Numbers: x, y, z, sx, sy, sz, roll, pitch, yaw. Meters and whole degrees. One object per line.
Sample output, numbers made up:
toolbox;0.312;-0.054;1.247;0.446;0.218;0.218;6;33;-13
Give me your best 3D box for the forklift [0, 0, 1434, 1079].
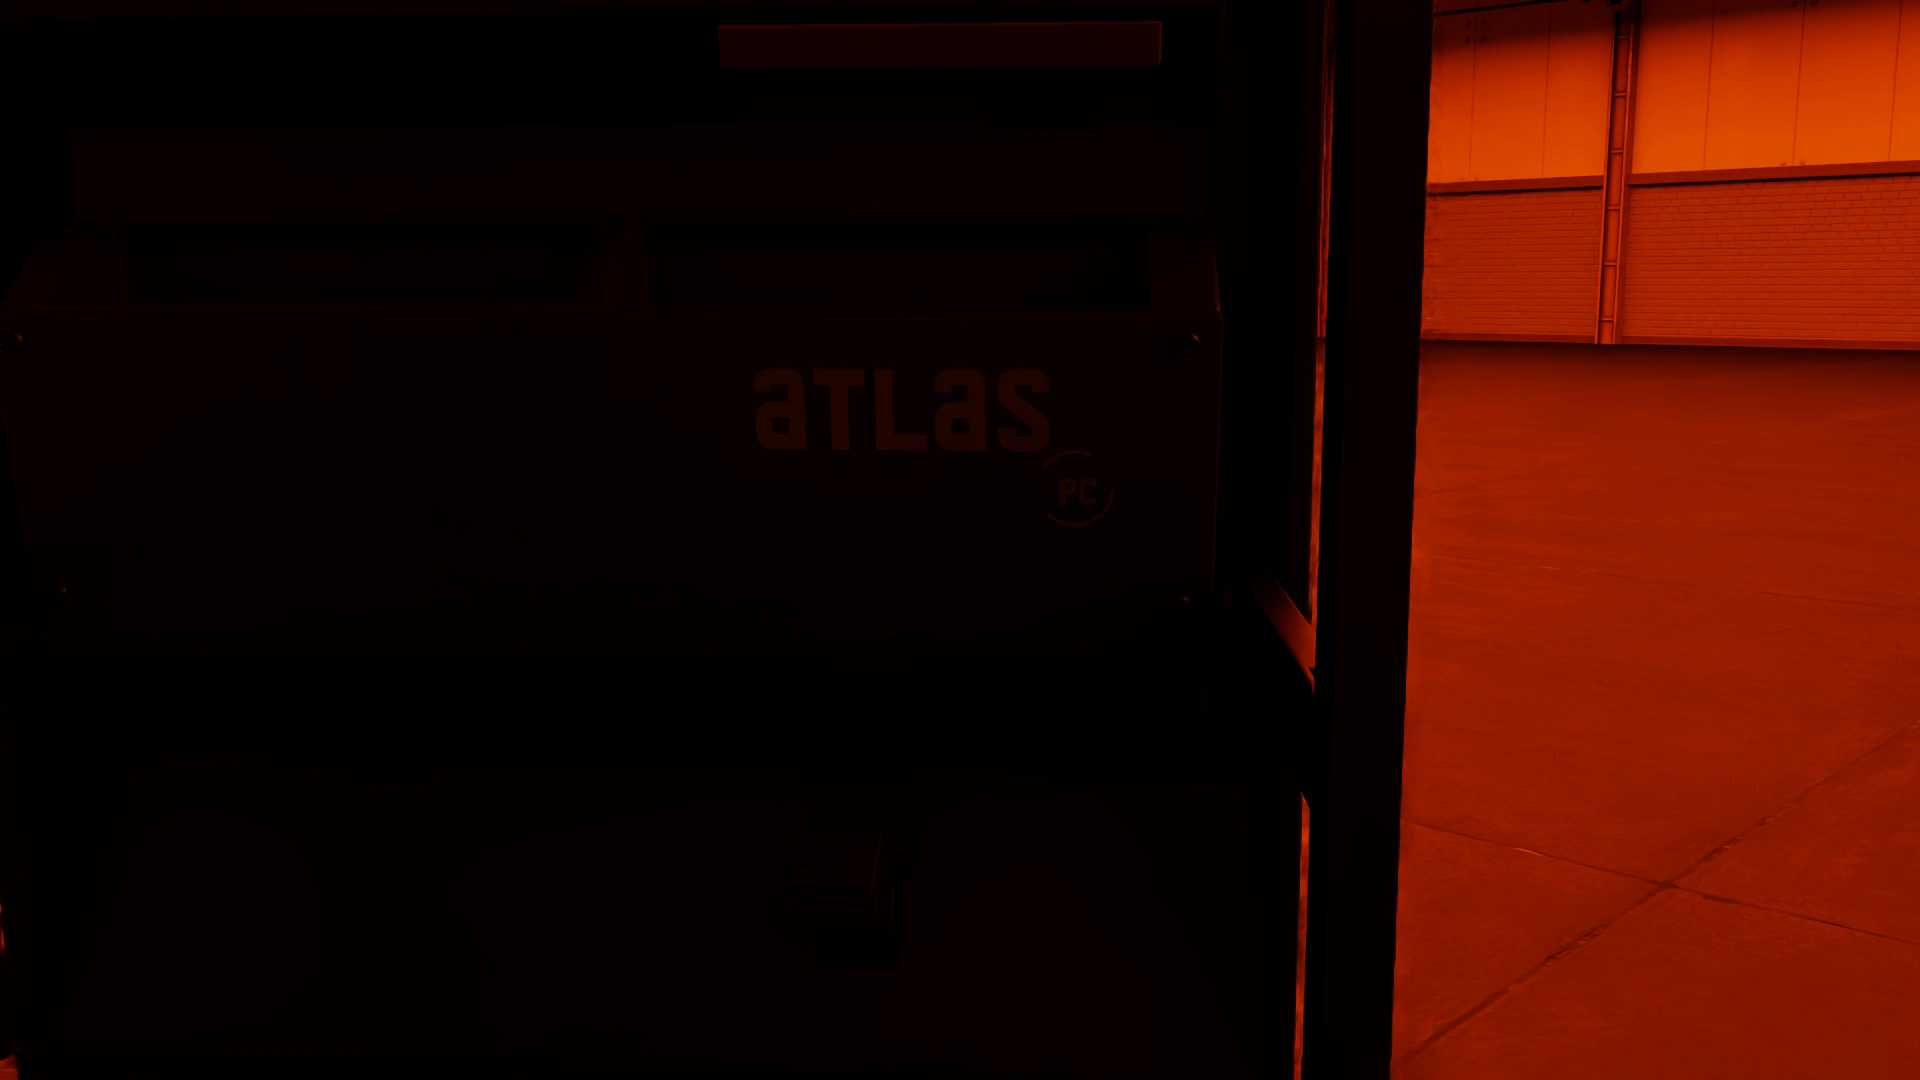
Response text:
forklift;-0.280;-0.625;1.022;1.130;2.935;3.031;1;9;3
